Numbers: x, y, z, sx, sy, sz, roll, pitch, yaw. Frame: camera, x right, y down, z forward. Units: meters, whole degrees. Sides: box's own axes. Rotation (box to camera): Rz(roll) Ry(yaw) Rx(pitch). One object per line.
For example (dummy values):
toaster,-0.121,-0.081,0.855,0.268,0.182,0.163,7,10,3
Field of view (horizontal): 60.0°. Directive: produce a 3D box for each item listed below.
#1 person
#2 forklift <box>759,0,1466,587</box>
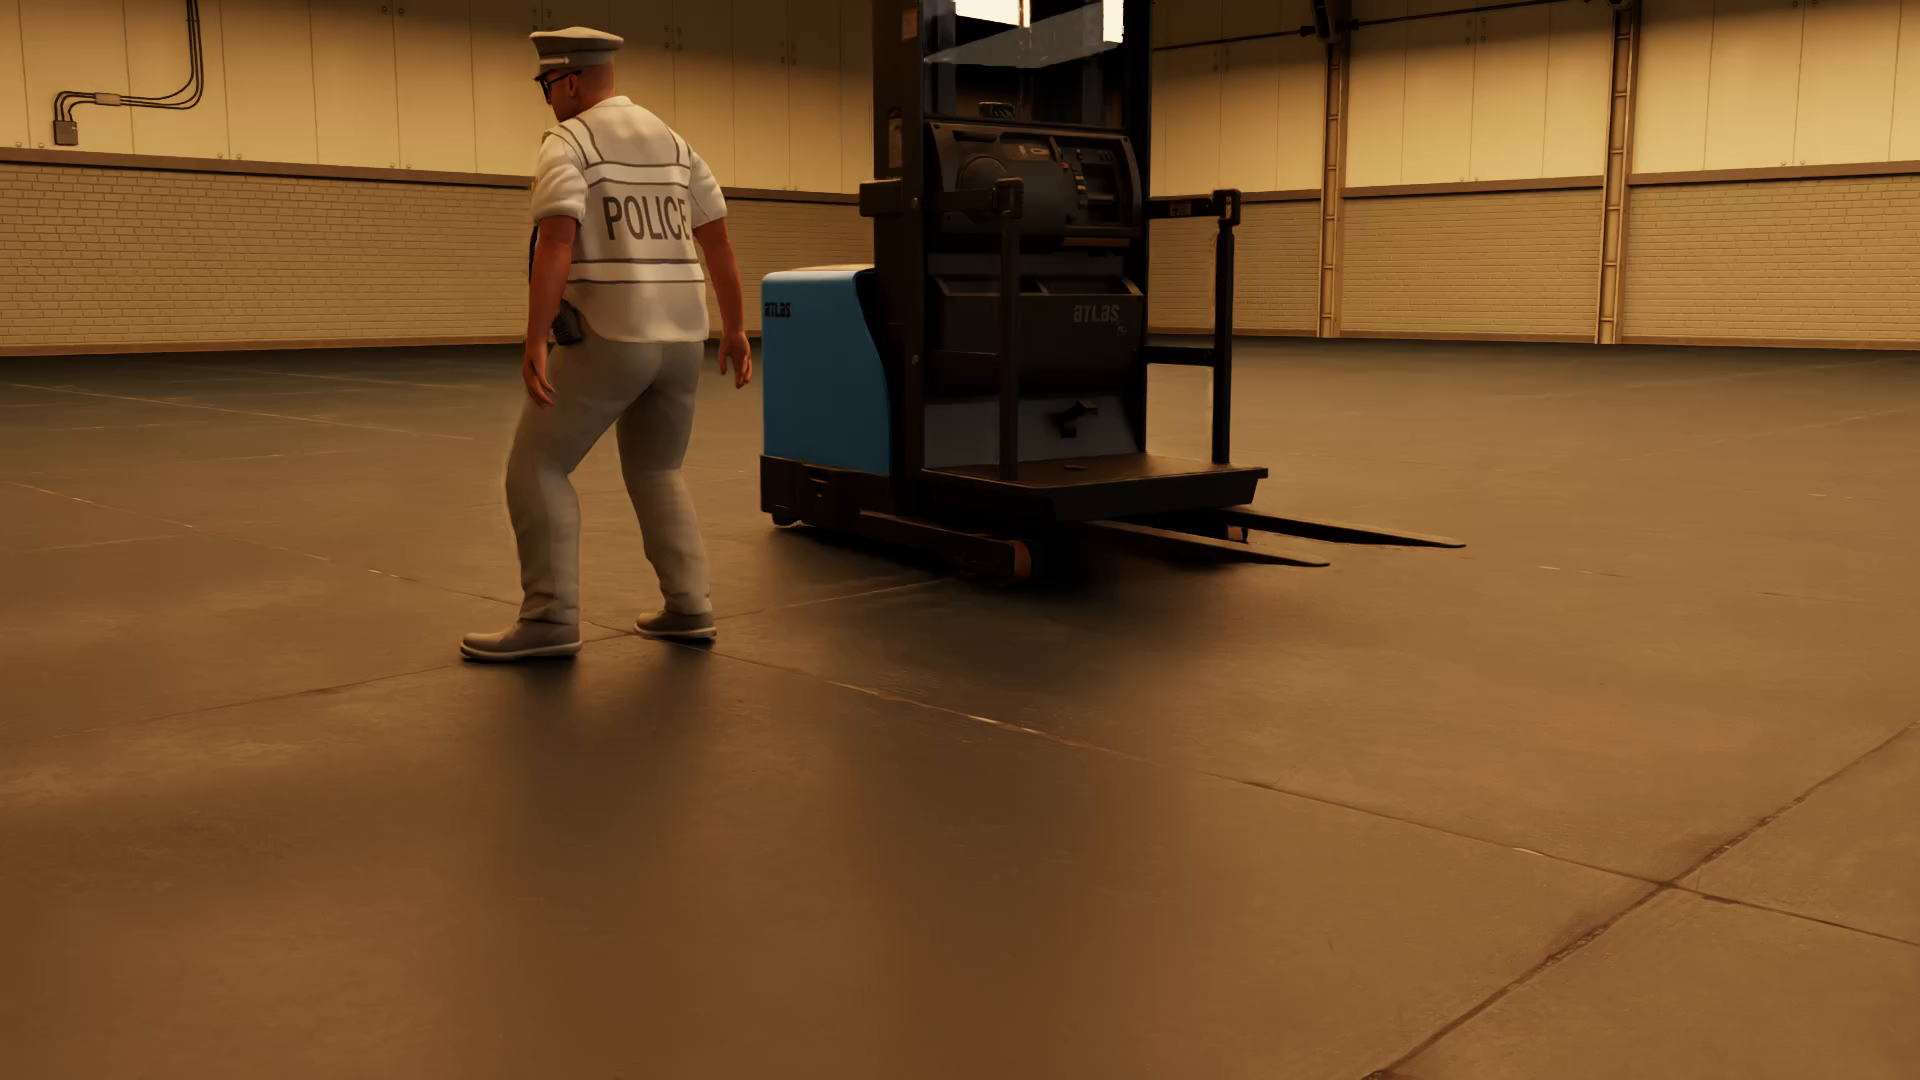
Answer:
person,-0.971,-0.549,4.650,0.422,1.715,0.871,7,11,38
forklift,0.414,-1.370,5.971,1.130,2.935,3.031,-6,10,-35
